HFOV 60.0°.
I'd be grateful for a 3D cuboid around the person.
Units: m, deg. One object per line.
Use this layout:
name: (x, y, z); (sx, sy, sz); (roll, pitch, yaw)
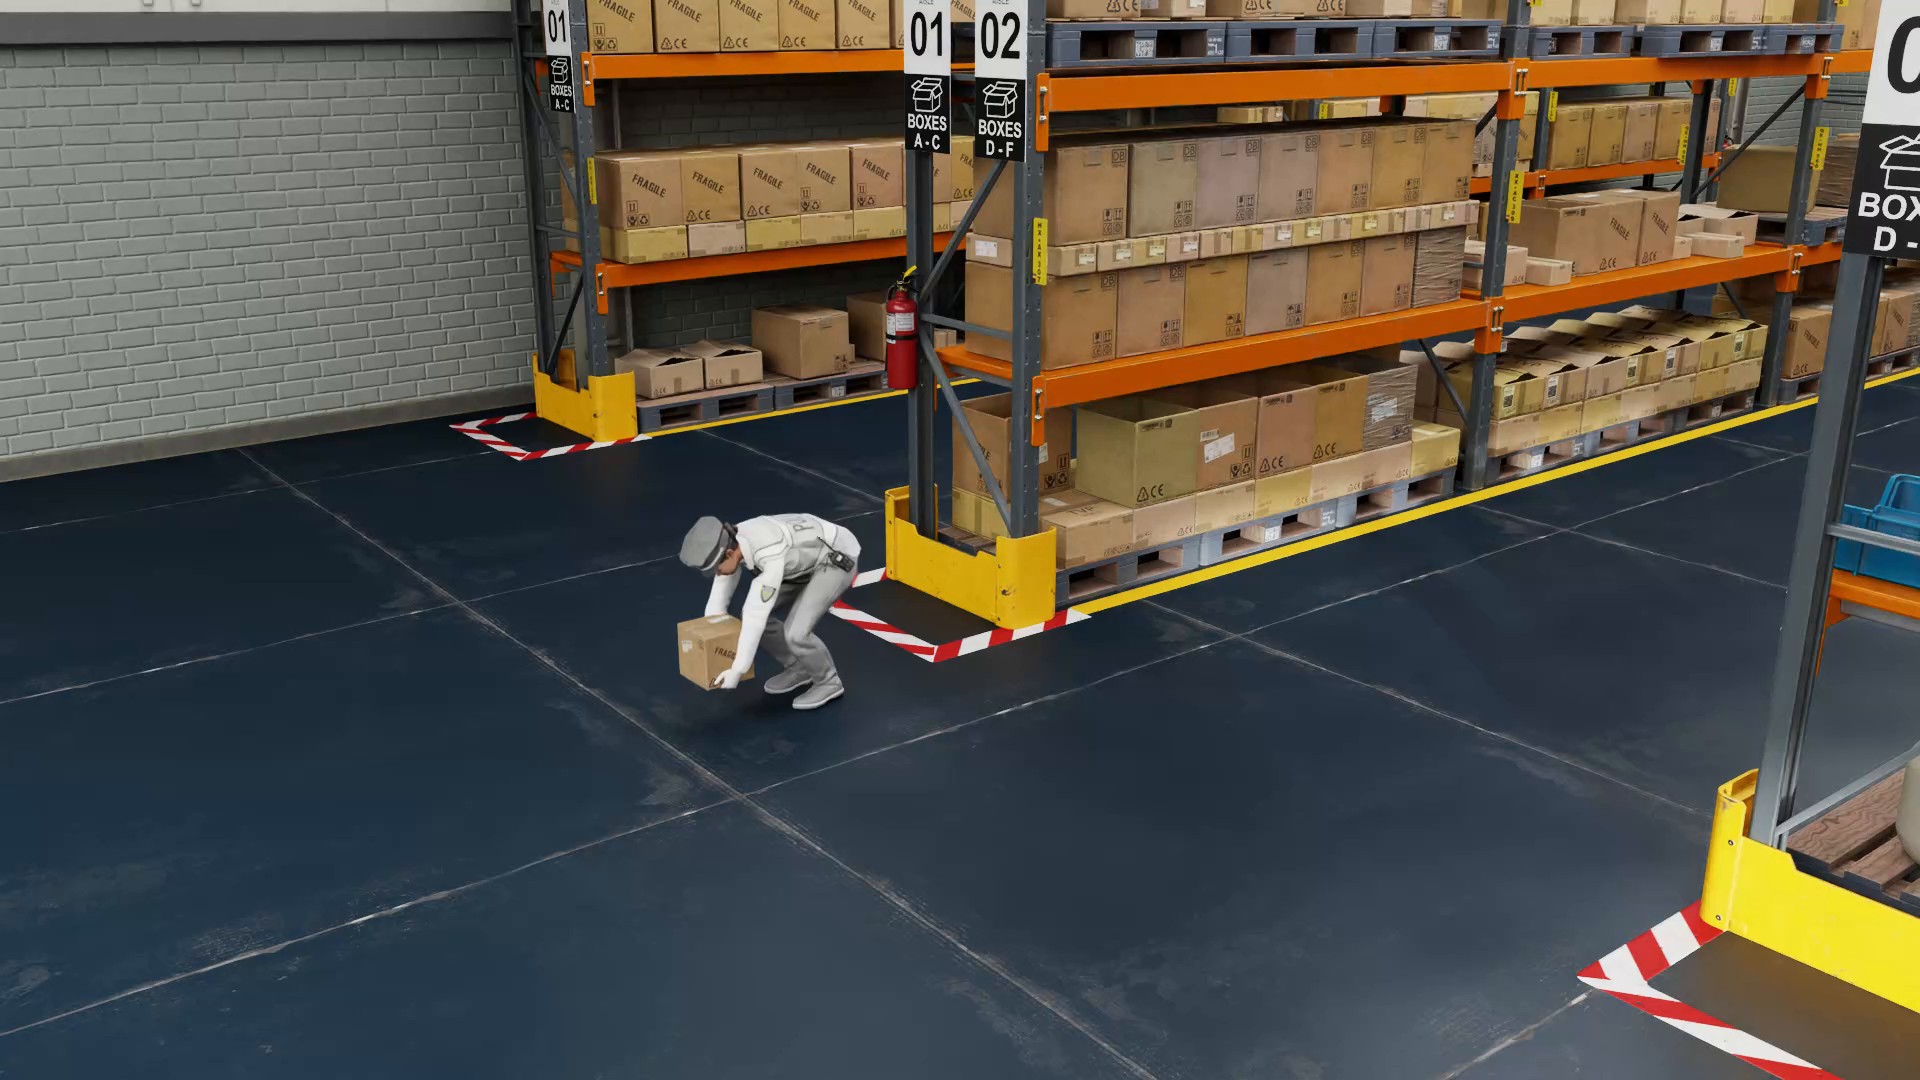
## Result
person: (-0.875, 0.306, 7.709); (0.917, 0.990, 0.466); (-15, 23, -39)
